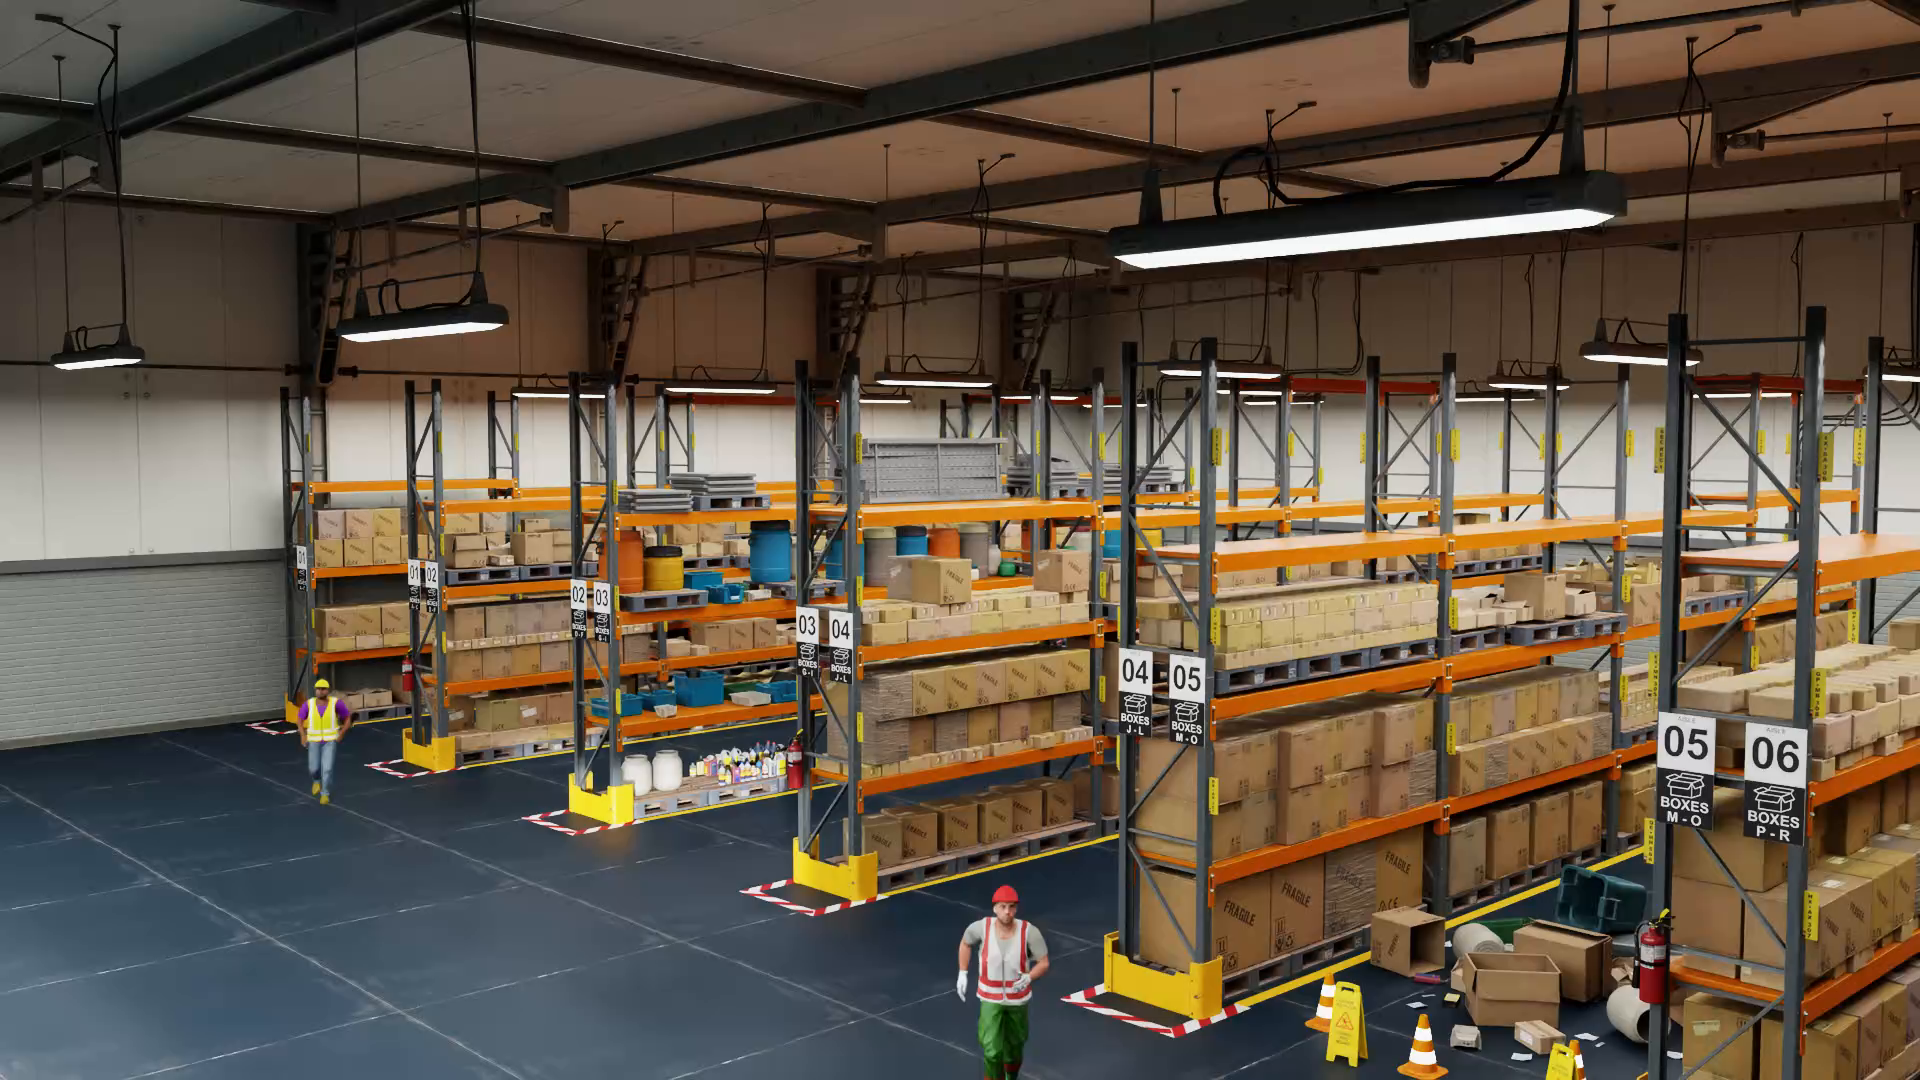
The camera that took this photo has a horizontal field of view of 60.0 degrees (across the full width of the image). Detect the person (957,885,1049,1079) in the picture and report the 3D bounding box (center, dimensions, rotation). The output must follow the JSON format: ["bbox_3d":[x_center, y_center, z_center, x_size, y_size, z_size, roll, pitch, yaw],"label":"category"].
[{"bbox_3d":[0.323,3.491,12.496,0.688,1.861,0.793,0,4,-2],"label":"person"}]

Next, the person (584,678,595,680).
[{"bbox_3d":[-6.580,2.443,29.719,0.596,1.633,0.762,3,5,37],"label":"person"}]

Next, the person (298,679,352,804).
[{"bbox_3d":[-8.930,2.811,23.381,0.719,1.738,0.577,-1,4,-16],"label":"person"}]
